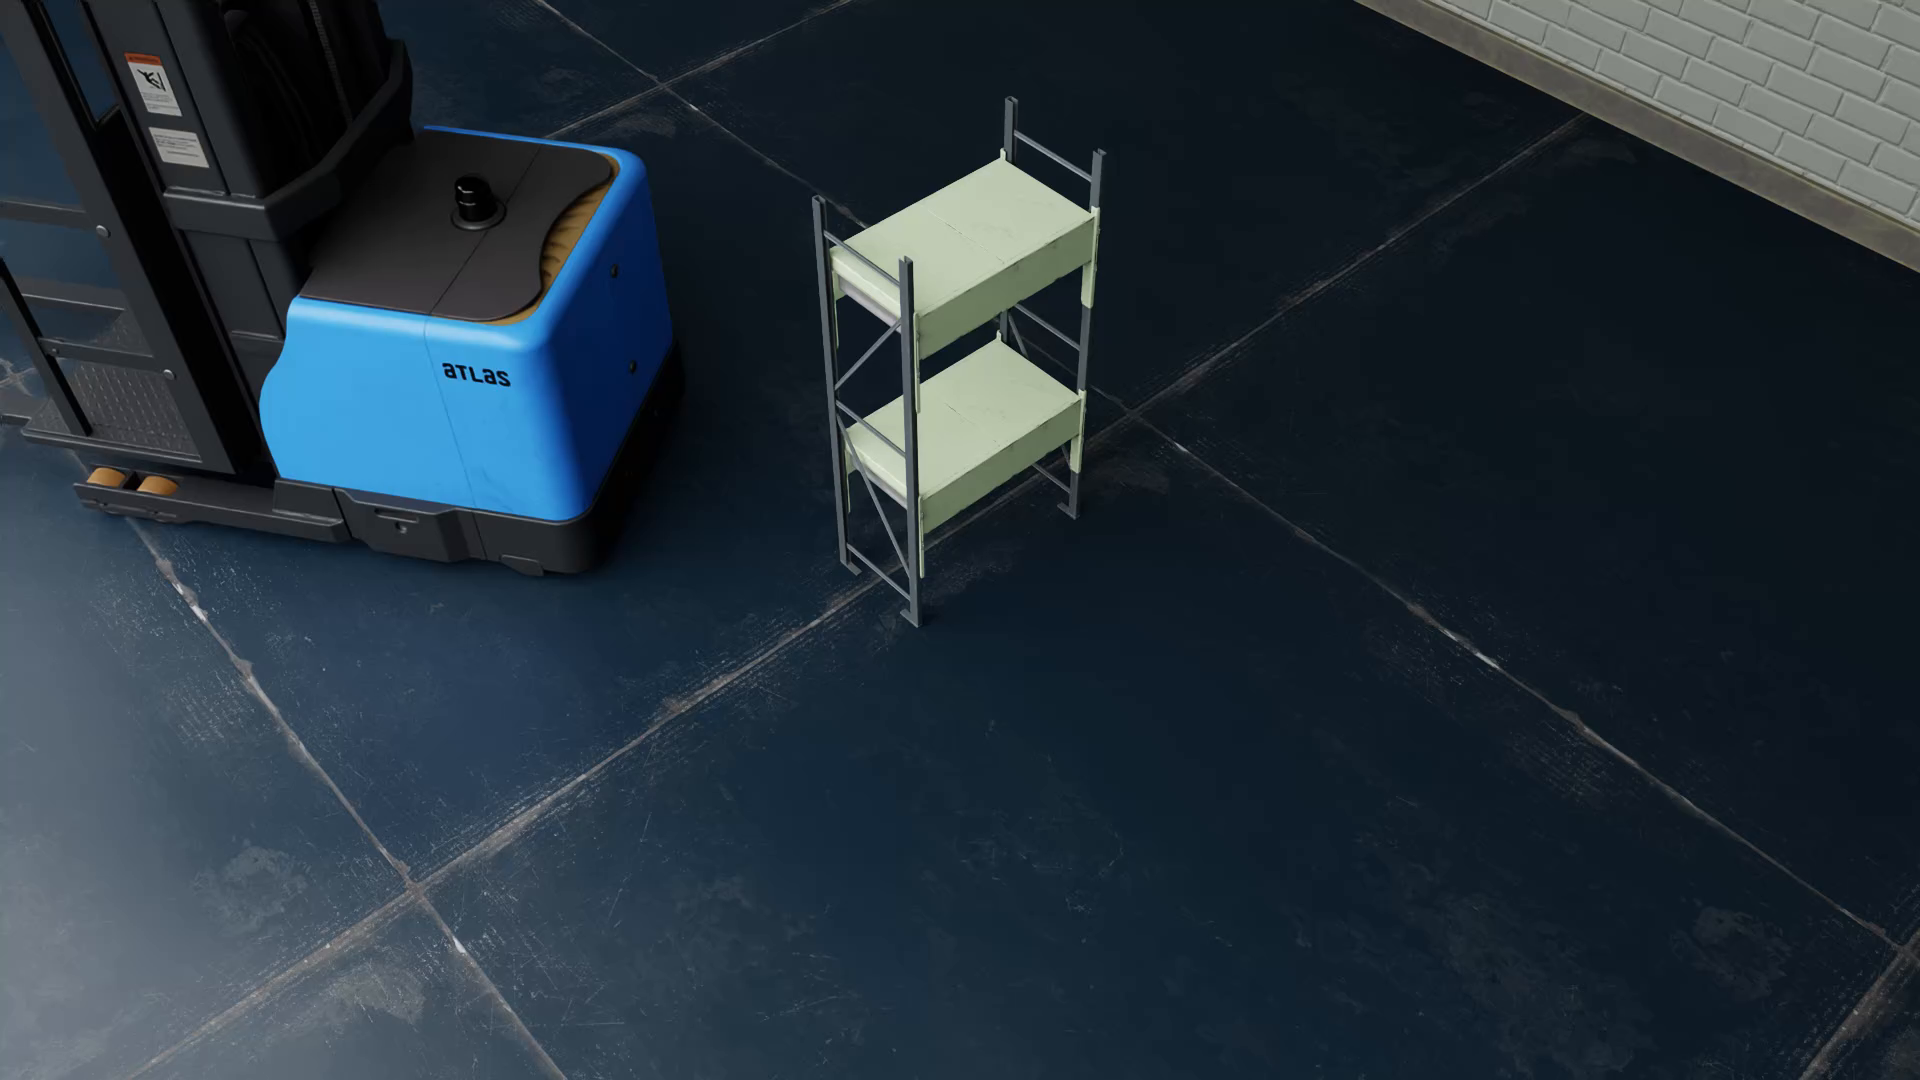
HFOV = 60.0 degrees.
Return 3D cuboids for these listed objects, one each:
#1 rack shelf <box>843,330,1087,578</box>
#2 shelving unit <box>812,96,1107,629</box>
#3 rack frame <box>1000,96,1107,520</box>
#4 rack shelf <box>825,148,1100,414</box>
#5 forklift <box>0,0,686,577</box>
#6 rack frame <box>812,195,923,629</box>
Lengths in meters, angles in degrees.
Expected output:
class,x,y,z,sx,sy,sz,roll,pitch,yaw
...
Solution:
class,x,y,z,sx,sy,sz,roll,pitch,yaw
rack shelf,0.005,-0.291,5.441,0.720,0.370,0.431,-34,56,-27
shelving unit,0.005,-0.512,5.202,0.755,1.500,0.431,-34,56,-27
rack frame,0.276,-0.693,5.369,0.023,1.500,0.400,-34,56,-27
rack shelf,0.005,-0.777,4.915,0.720,0.370,0.431,-34,56,-27
forklift,-2.590,-1.426,5.072,3.031,2.935,1.130,9,48,8
rack frame,-0.266,-0.331,5.035,0.023,1.500,0.400,-34,56,-27
